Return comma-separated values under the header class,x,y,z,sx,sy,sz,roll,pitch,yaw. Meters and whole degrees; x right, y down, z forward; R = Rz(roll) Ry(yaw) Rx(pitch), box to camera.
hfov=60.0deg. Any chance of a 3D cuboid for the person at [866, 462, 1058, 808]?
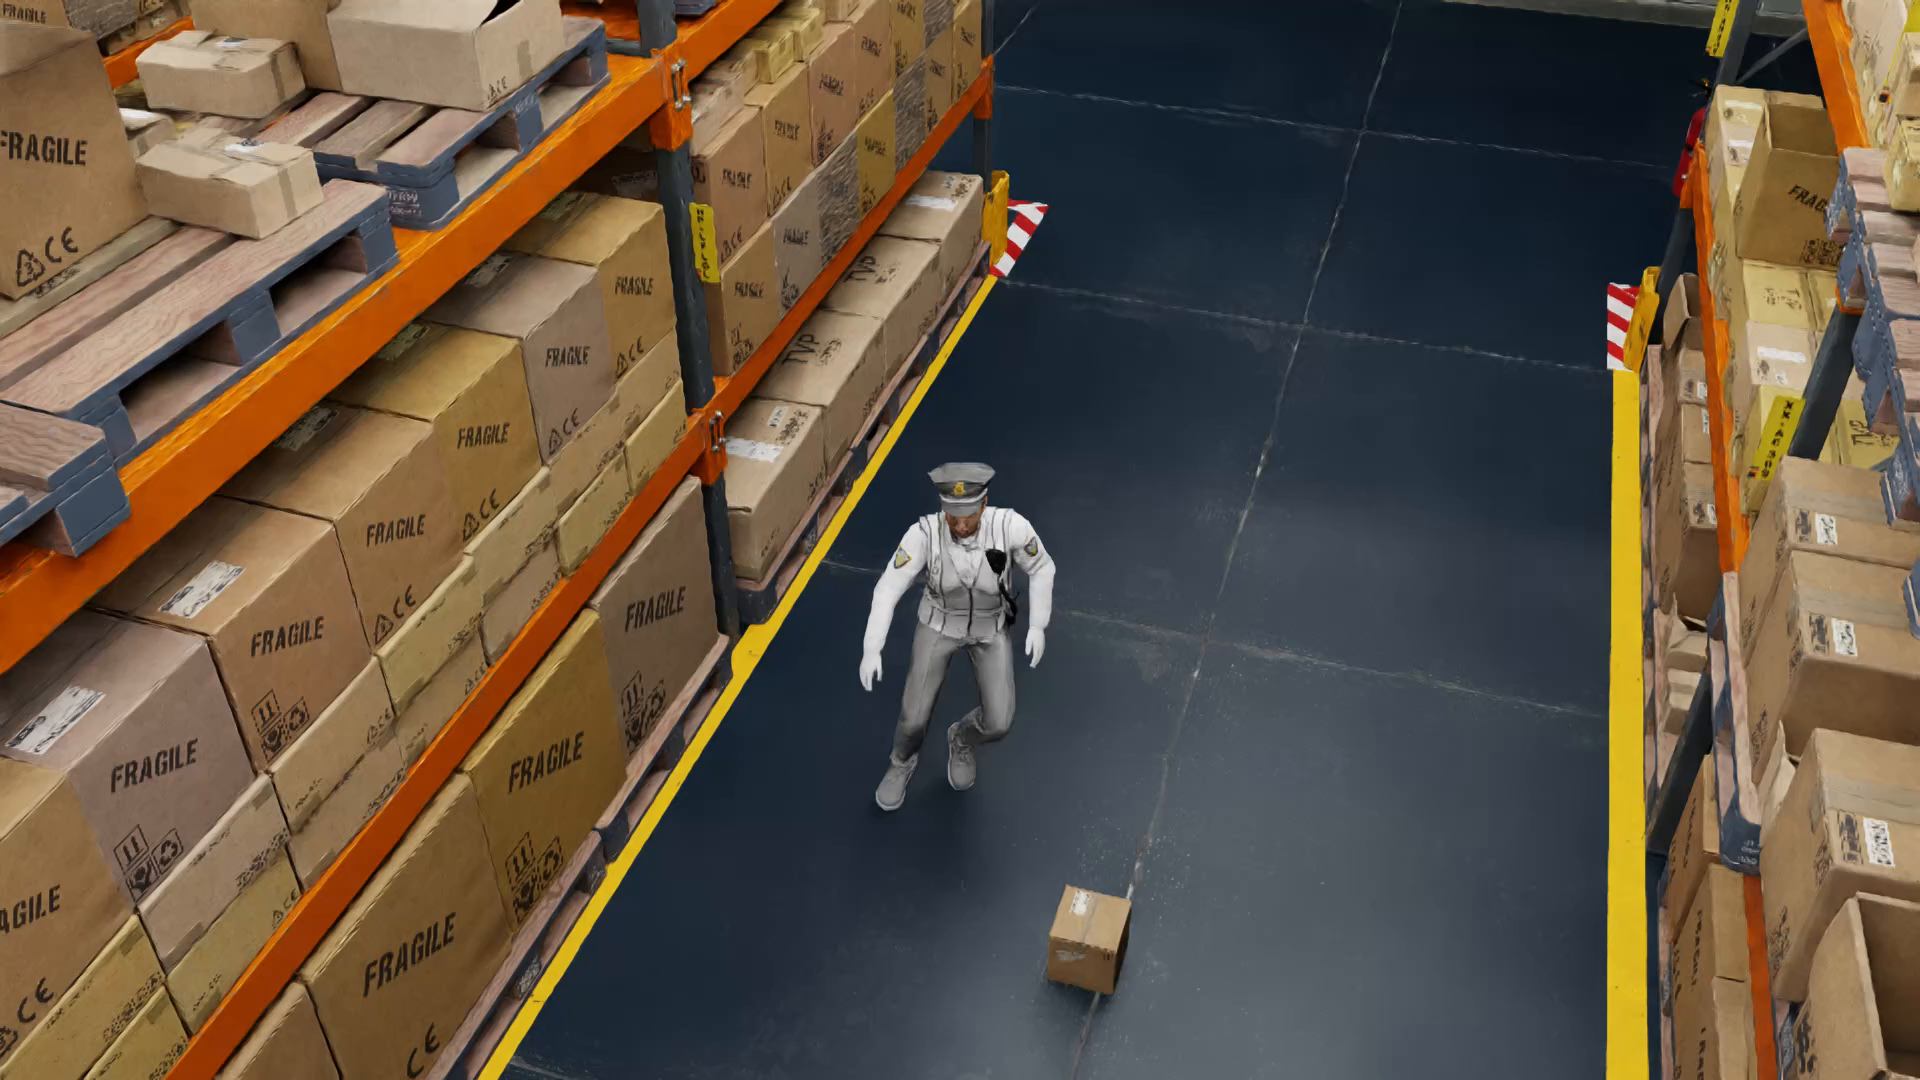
class,x,y,z,sx,sy,sz,roll,pitch,yaw
person,0.003,0.373,6.466,0.762,1.625,0.472,-4,37,-5
